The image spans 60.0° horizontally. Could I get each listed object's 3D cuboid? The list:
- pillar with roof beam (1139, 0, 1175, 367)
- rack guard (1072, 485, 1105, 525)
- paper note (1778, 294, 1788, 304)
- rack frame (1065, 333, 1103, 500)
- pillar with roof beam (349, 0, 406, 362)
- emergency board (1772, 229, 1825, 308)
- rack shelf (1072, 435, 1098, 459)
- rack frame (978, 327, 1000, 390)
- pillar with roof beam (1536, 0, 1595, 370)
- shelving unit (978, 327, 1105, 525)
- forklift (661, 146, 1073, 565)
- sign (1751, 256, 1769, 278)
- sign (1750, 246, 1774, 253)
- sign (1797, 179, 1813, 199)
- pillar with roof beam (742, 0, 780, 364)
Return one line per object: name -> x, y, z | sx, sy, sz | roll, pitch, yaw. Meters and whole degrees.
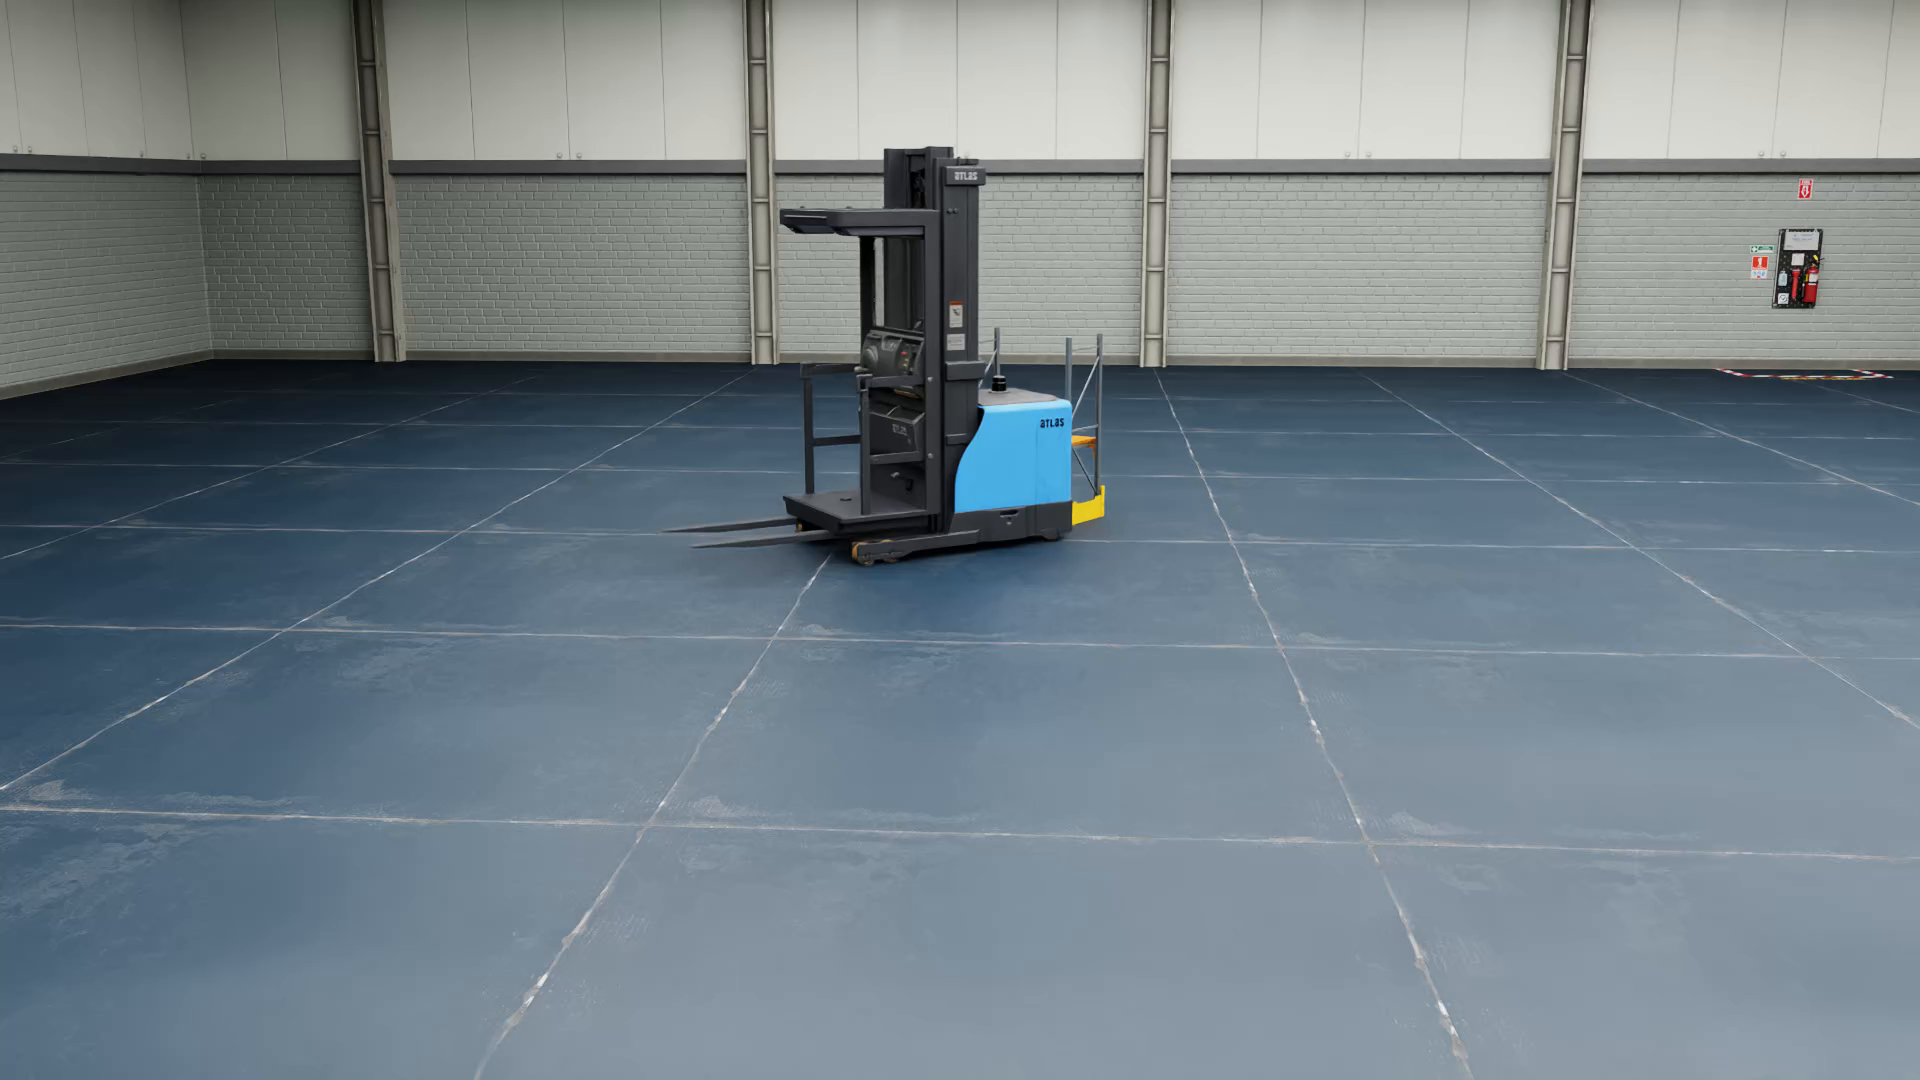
pillar with roof beam -> 2.670, -6.200, 20.428 | 0.400, 9.000, 9.100 | 1, 12, 4
rack guard -> 0.989, -0.279, 13.492 | 0.087, 0.250, 0.587 | 9, 15, 36
paper note -> 12.295, -3.606, 24.830 | 0.142, 0.148, 0.016 | 1, 12, 4
rack frame -> 0.990, -0.891, 13.364 | 0.032, 1.500, 0.500 | 9, 15, 36
pillar with roof beam -> -9.303, -6.364, 21.213 | 0.400, 9.000, 9.100 | 1, 12, 4
emergency board -> 12.467, -4.020, 24.661 | 0.643, 1.169, 0.194 | 1, 12, 4
rack shelf -> 0.583, -0.777, 13.698 | 1.000, 0.185, 0.538 | 9, 15, 36
rack frame -> 0.175, -1.015, 13.959 | 0.032, 1.500, 0.500 | 9, 15, 36
pillar with roof beam -> 8.656, -6.118, 20.036 | 0.400, 9.000, 9.100 | 1, 12, 4
shelving unit -> 0.590, -0.952, 13.656 | 1.083, 1.500, 0.587 | 9, 15, 36
forklift -> -0.678, -1.378, 12.195 | 3.031, 2.935, 1.130 | -6, 13, -28
sign -> 11.923, -4.066, 24.794 | 0.234, 0.329, 0.001 | 1, 12, 4
sign -> 11.927, -4.324, 24.731 | 0.331, 0.109, 0.001 | 1, 12, 4
sign -> 12.466, -5.175, 24.521 | 0.199, 0.298, 0.001 | 1, 12, 4
pillar with roof beam -> -3.317, -6.282, 20.821 | 0.400, 9.000, 9.100 | 1, 12, 4
